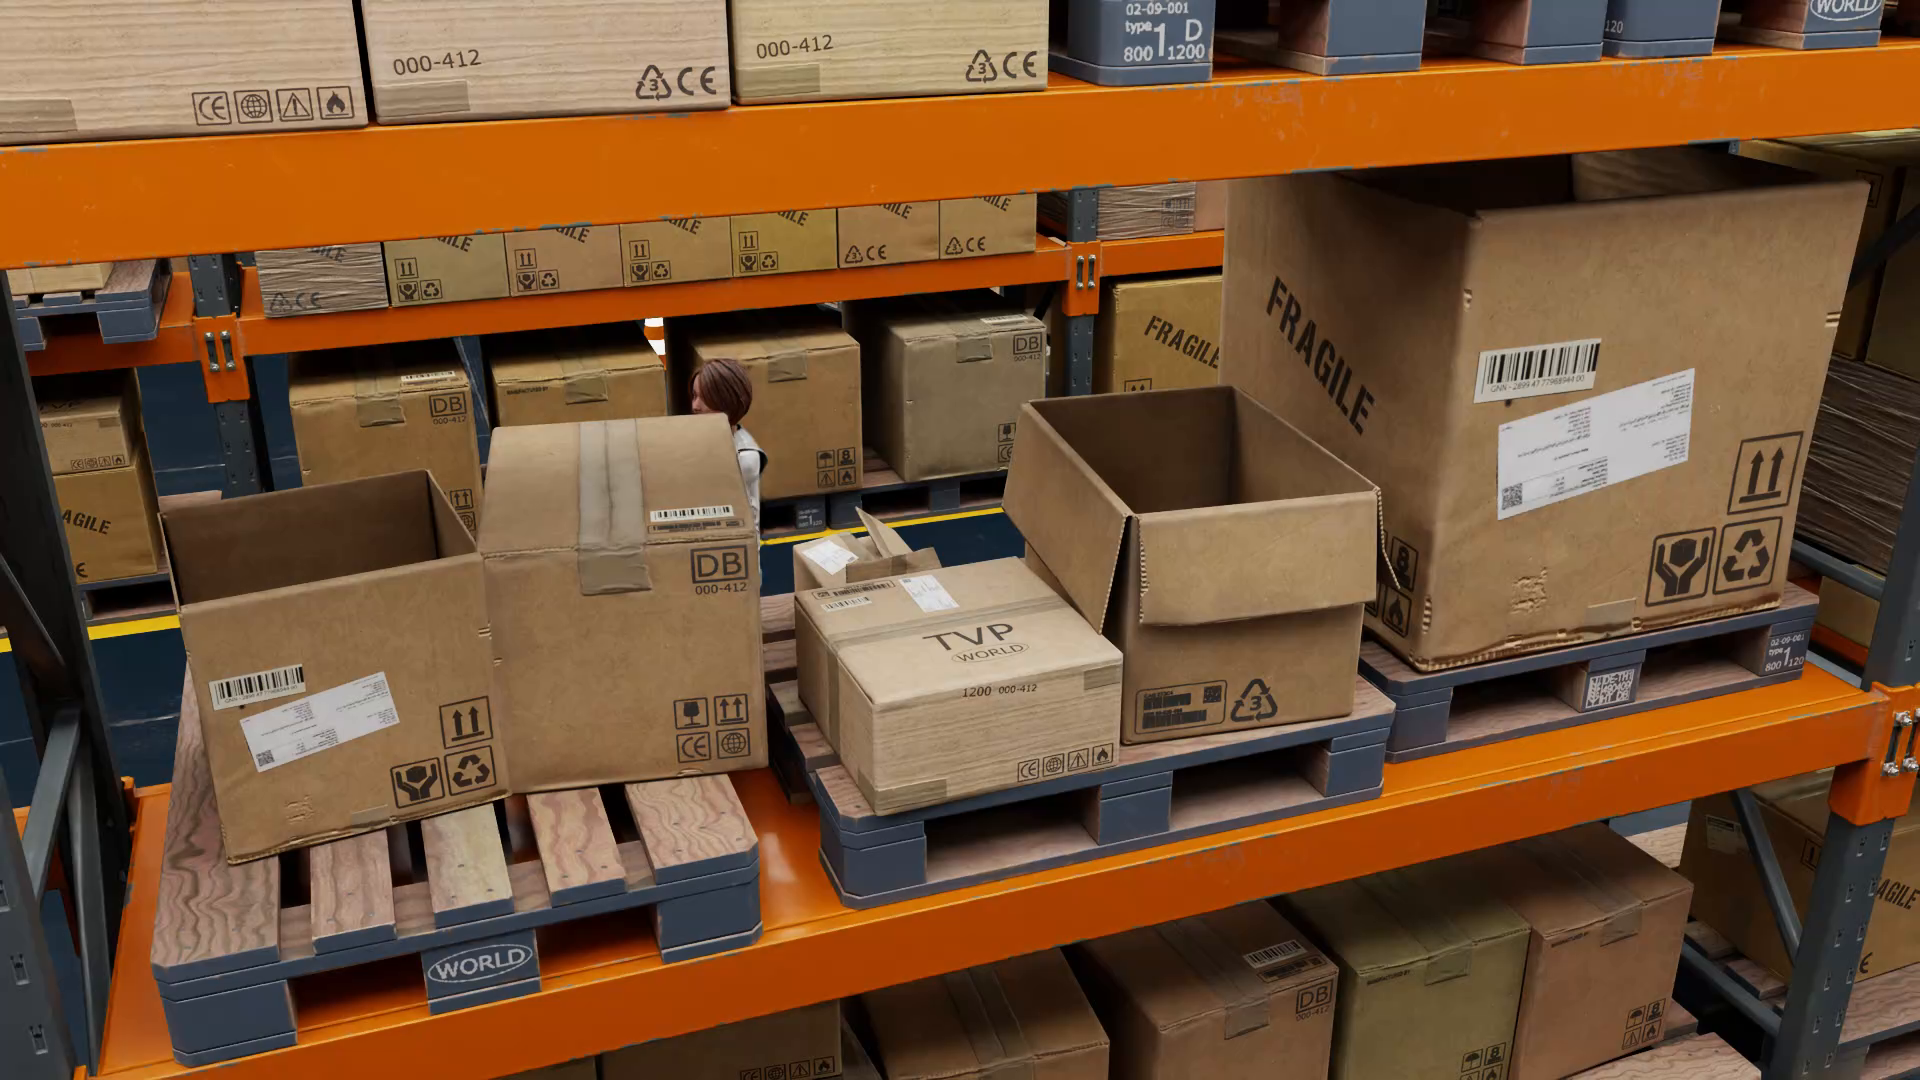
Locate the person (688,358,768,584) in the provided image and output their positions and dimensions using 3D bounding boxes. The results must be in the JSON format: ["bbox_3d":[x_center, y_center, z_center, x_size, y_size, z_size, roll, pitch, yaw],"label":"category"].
[{"bbox_3d":[-0.810,0.108,5.725,0.473,1.528,0.430,-13,26,-28],"label":"person"}]
